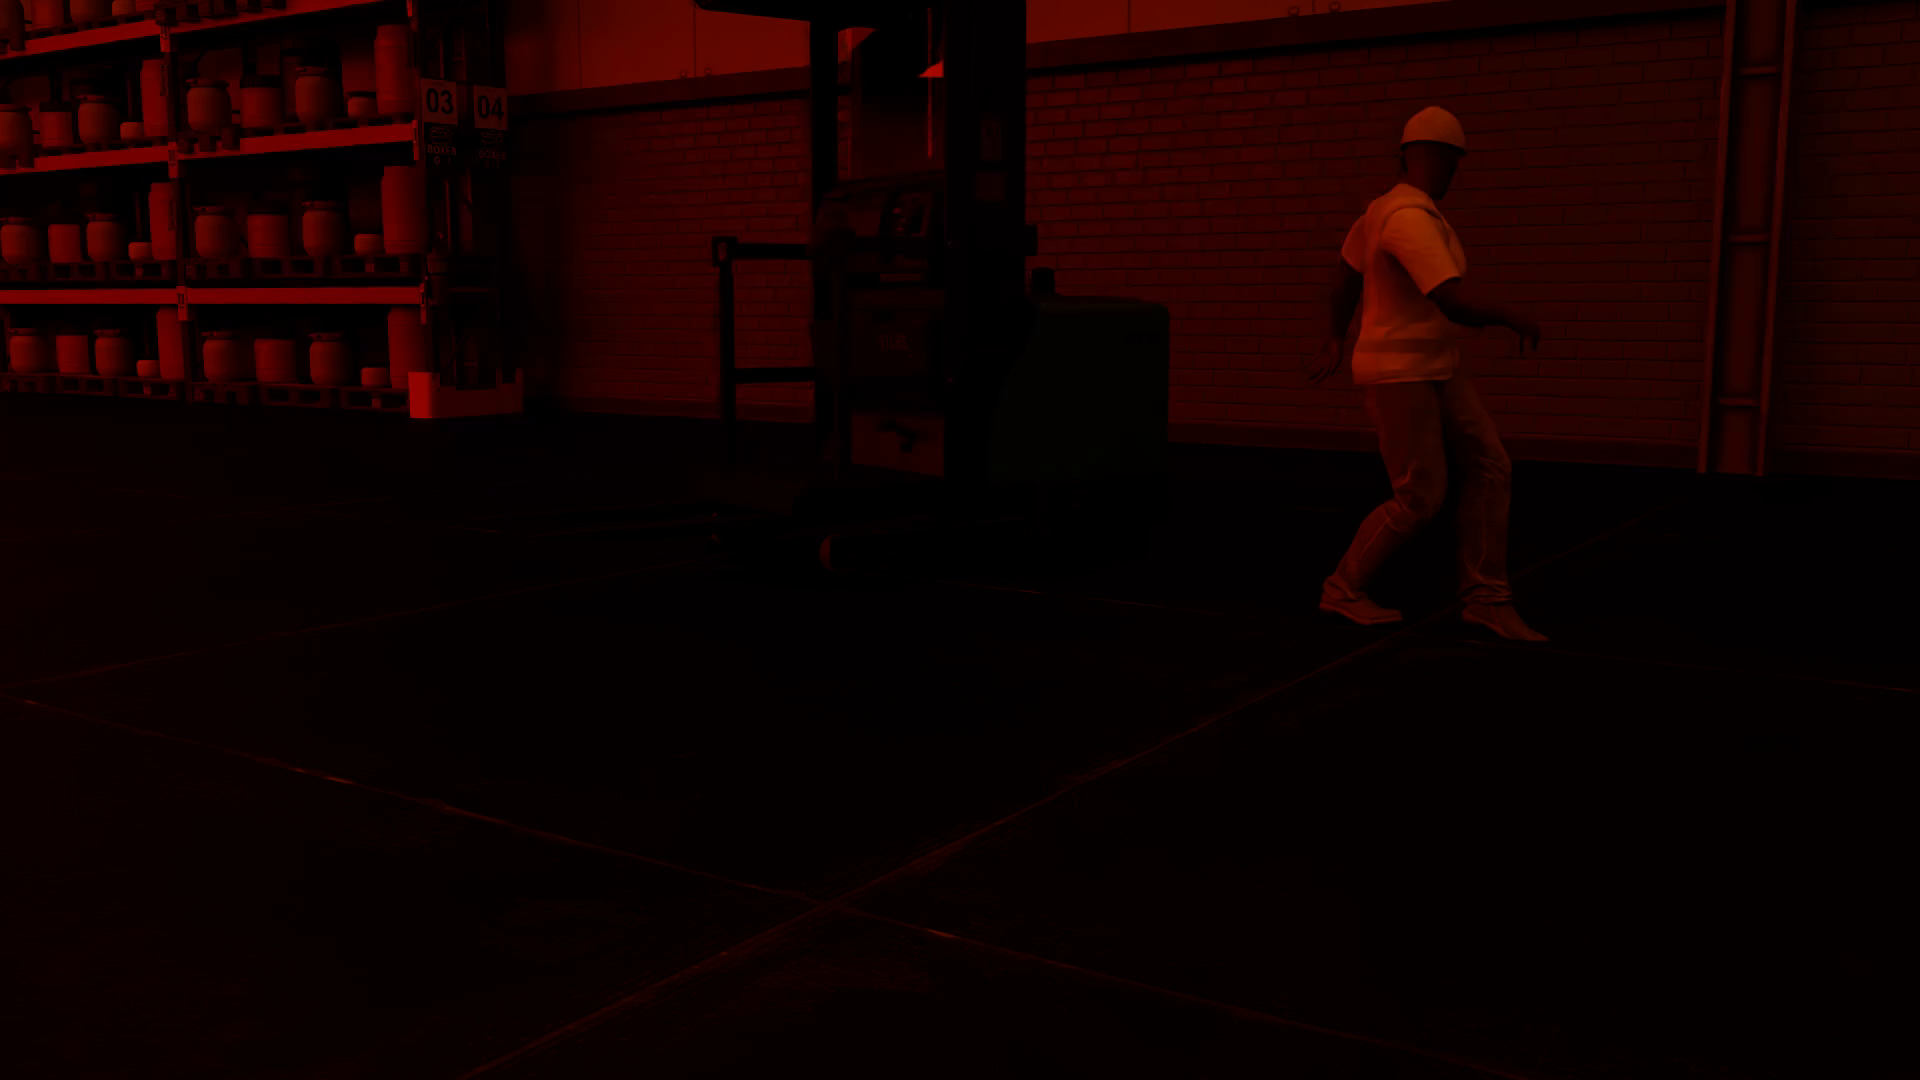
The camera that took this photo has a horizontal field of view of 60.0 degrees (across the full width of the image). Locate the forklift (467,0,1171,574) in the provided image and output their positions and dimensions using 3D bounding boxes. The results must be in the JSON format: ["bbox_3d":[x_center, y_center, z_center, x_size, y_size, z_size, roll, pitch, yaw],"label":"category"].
[{"bbox_3d":[-0.533,-1.399,7.030,3.031,2.935,1.130,-6,10,-34],"label":"forklift"}]

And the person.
[{"bbox_3d":[1.500,-0.530,5.458,0.936,1.738,0.604,5,9,31],"label":"person"}]
